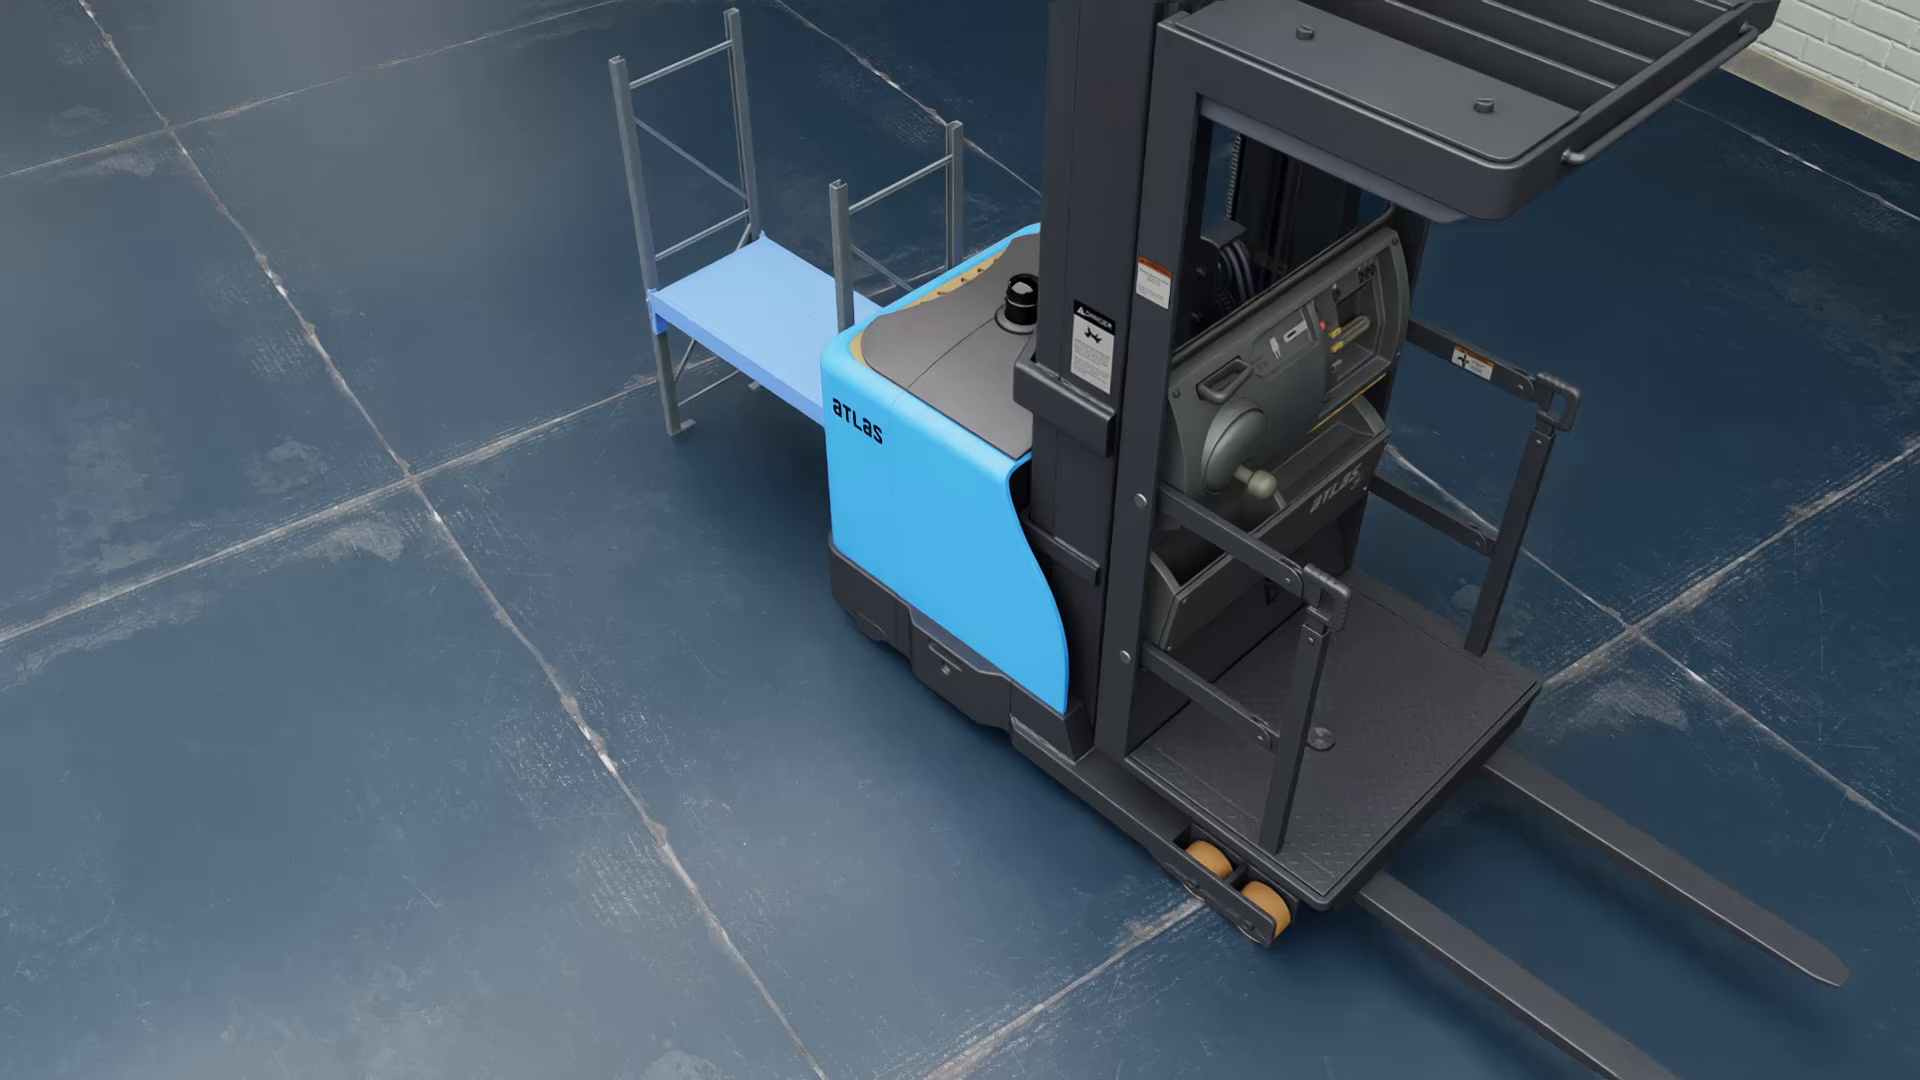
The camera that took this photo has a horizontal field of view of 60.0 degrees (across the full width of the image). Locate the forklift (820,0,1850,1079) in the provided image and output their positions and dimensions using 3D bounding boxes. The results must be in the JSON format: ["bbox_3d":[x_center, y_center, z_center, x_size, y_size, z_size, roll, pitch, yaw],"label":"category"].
[{"bbox_3d":[0.977,-0.362,4.007,3.031,2.935,1.130,35,53,31],"label":"forklift"}]

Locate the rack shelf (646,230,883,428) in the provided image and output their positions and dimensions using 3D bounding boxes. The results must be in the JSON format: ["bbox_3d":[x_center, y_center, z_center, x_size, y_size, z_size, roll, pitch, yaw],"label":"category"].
[{"bbox_3d":[-0.537,-0.674,5.631,1.000,0.185,0.538,35,53,31],"label":"rack shelf"}]

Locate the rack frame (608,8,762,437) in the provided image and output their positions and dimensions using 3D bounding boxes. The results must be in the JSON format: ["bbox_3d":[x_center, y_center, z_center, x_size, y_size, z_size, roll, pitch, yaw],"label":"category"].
[{"bbox_3d":[-0.897,-1.052,5.766,0.032,1.500,0.500,35,53,31],"label":"rack frame"}]

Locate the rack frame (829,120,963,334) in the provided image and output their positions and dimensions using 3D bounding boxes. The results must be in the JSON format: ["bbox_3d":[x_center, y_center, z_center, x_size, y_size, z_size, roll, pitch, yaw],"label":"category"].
[{"bbox_3d":[-0.177,-0.557,5.247,0.032,1.500,0.500,35,53,31],"label":"rack frame"}]

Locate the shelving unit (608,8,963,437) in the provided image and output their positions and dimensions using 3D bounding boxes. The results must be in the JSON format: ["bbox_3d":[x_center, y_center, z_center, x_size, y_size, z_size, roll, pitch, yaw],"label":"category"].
[{"bbox_3d":[-0.537,-0.804,5.506,1.048,1.500,0.538,35,53,31],"label":"shelving unit"}]
